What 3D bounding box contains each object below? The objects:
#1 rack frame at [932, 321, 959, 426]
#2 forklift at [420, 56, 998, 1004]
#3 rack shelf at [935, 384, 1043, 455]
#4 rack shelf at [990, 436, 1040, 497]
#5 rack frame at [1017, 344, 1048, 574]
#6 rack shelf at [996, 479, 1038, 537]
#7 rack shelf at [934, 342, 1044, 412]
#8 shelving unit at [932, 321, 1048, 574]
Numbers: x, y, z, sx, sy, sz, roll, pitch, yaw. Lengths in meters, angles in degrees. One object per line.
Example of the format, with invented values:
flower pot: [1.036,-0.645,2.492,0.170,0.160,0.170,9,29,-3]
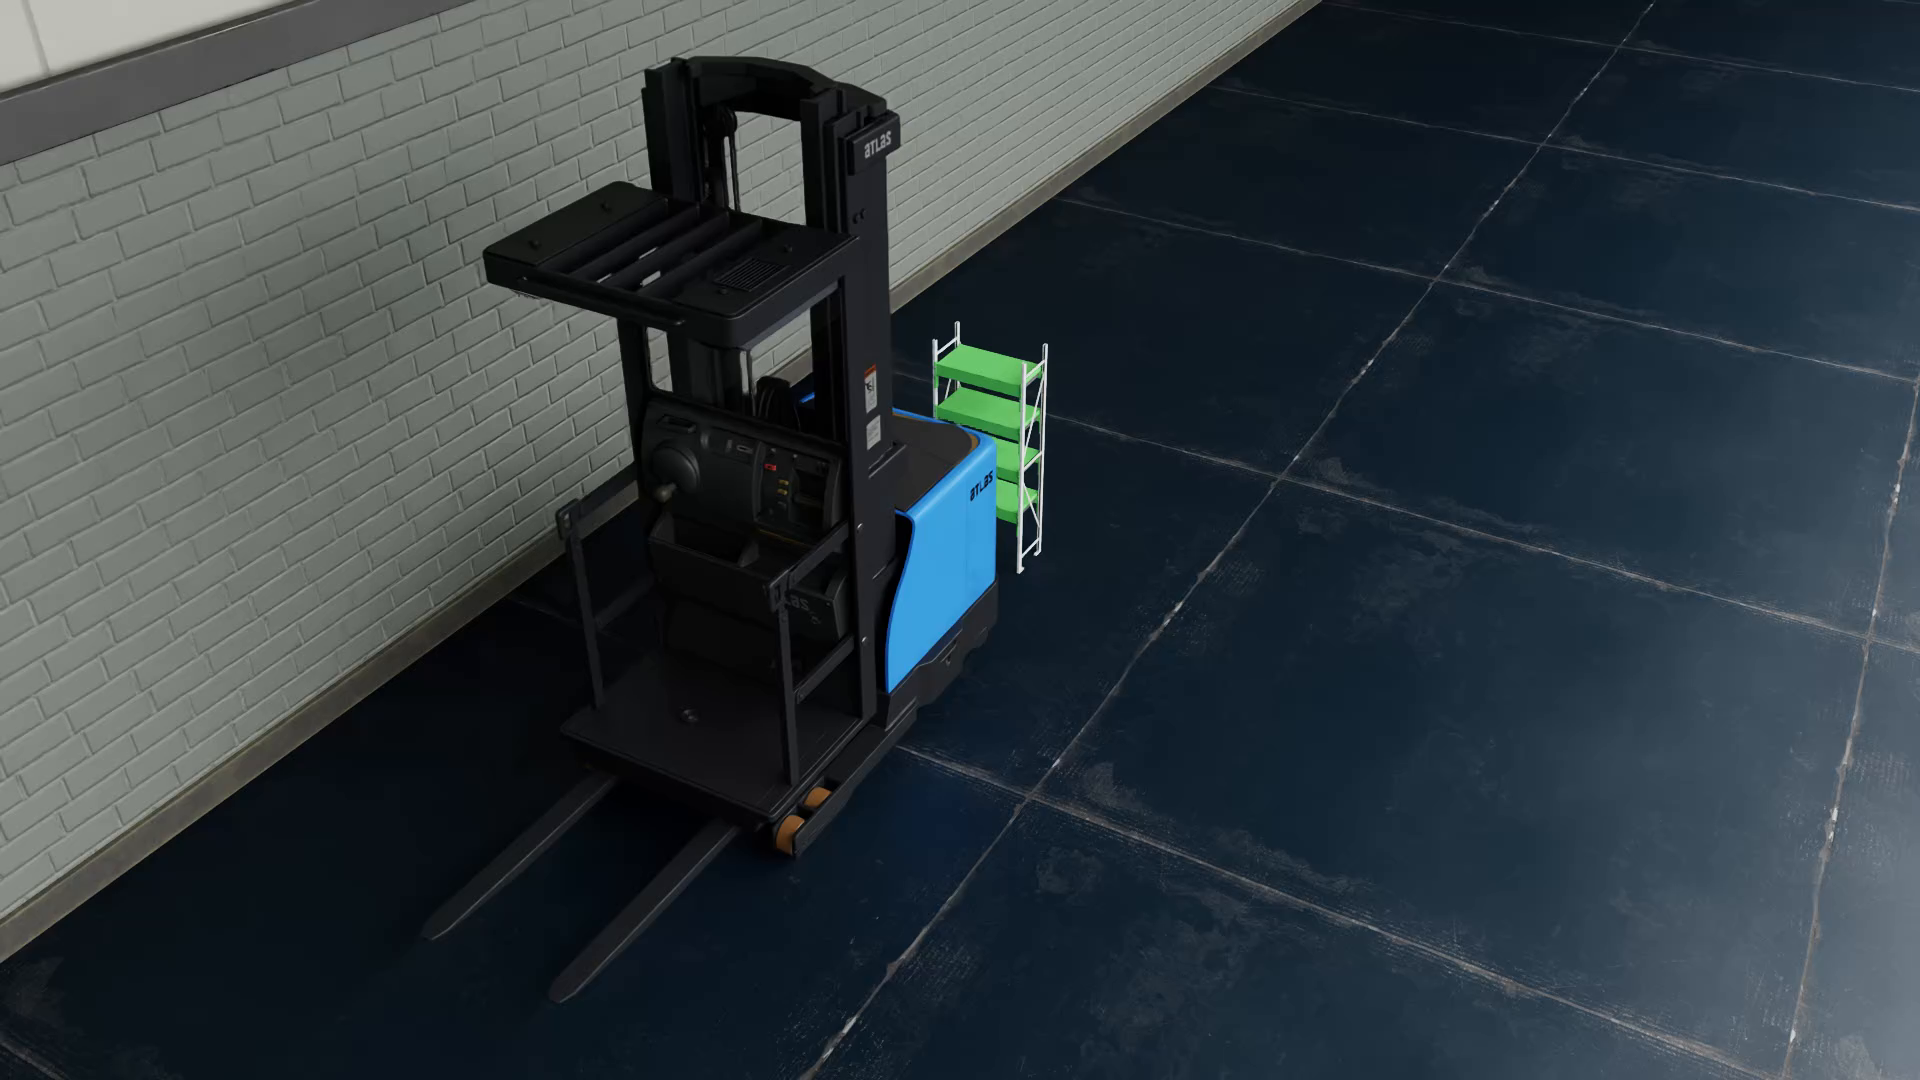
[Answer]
rack frame: [-0.068,-0.521,8.450,0.015,1.200,0.240,18,37,24]
forklift: [-0.975,-0.216,6.430,1.130,2.935,3.031,17,37,24]
rack shelf: [0.144,-0.600,8.251,0.480,0.148,0.258,18,37,24]
rack shelf: [0.144,-0.401,8.384,0.480,0.148,0.258,18,37,24]
rack frame: [0.356,-0.387,8.248,0.015,1.200,0.240,18,37,24]
rack shelf: [0.144,-0.201,8.518,0.480,0.148,0.258,18,37,24]
rack shelf: [0.144,-0.800,8.118,0.480,0.148,0.258,18,37,24]
shelving unit: [0.144,-0.454,8.349,0.503,1.200,0.258,18,37,24]
